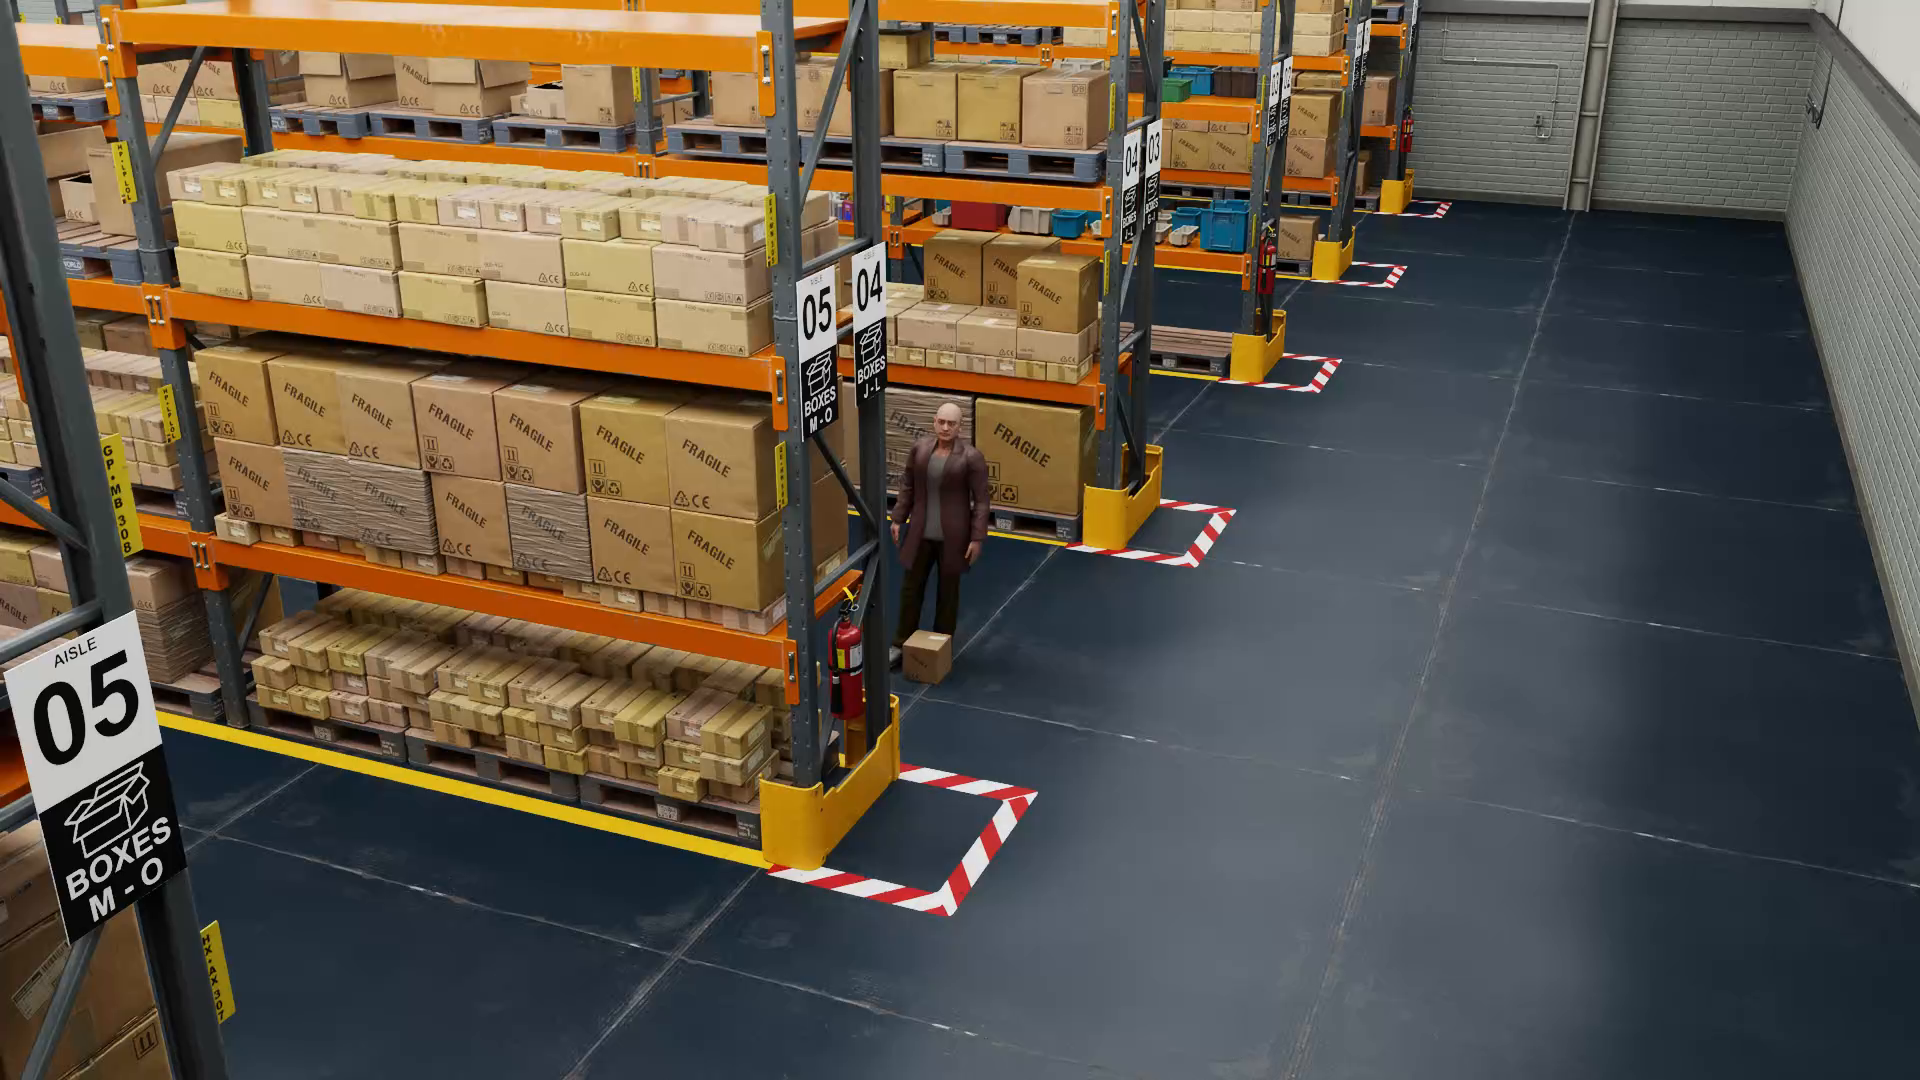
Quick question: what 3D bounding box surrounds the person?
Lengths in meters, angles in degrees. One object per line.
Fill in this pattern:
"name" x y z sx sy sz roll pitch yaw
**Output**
"person" -0.170 -0.008 10.960 0.694 1.775 0.582 9 24 20
